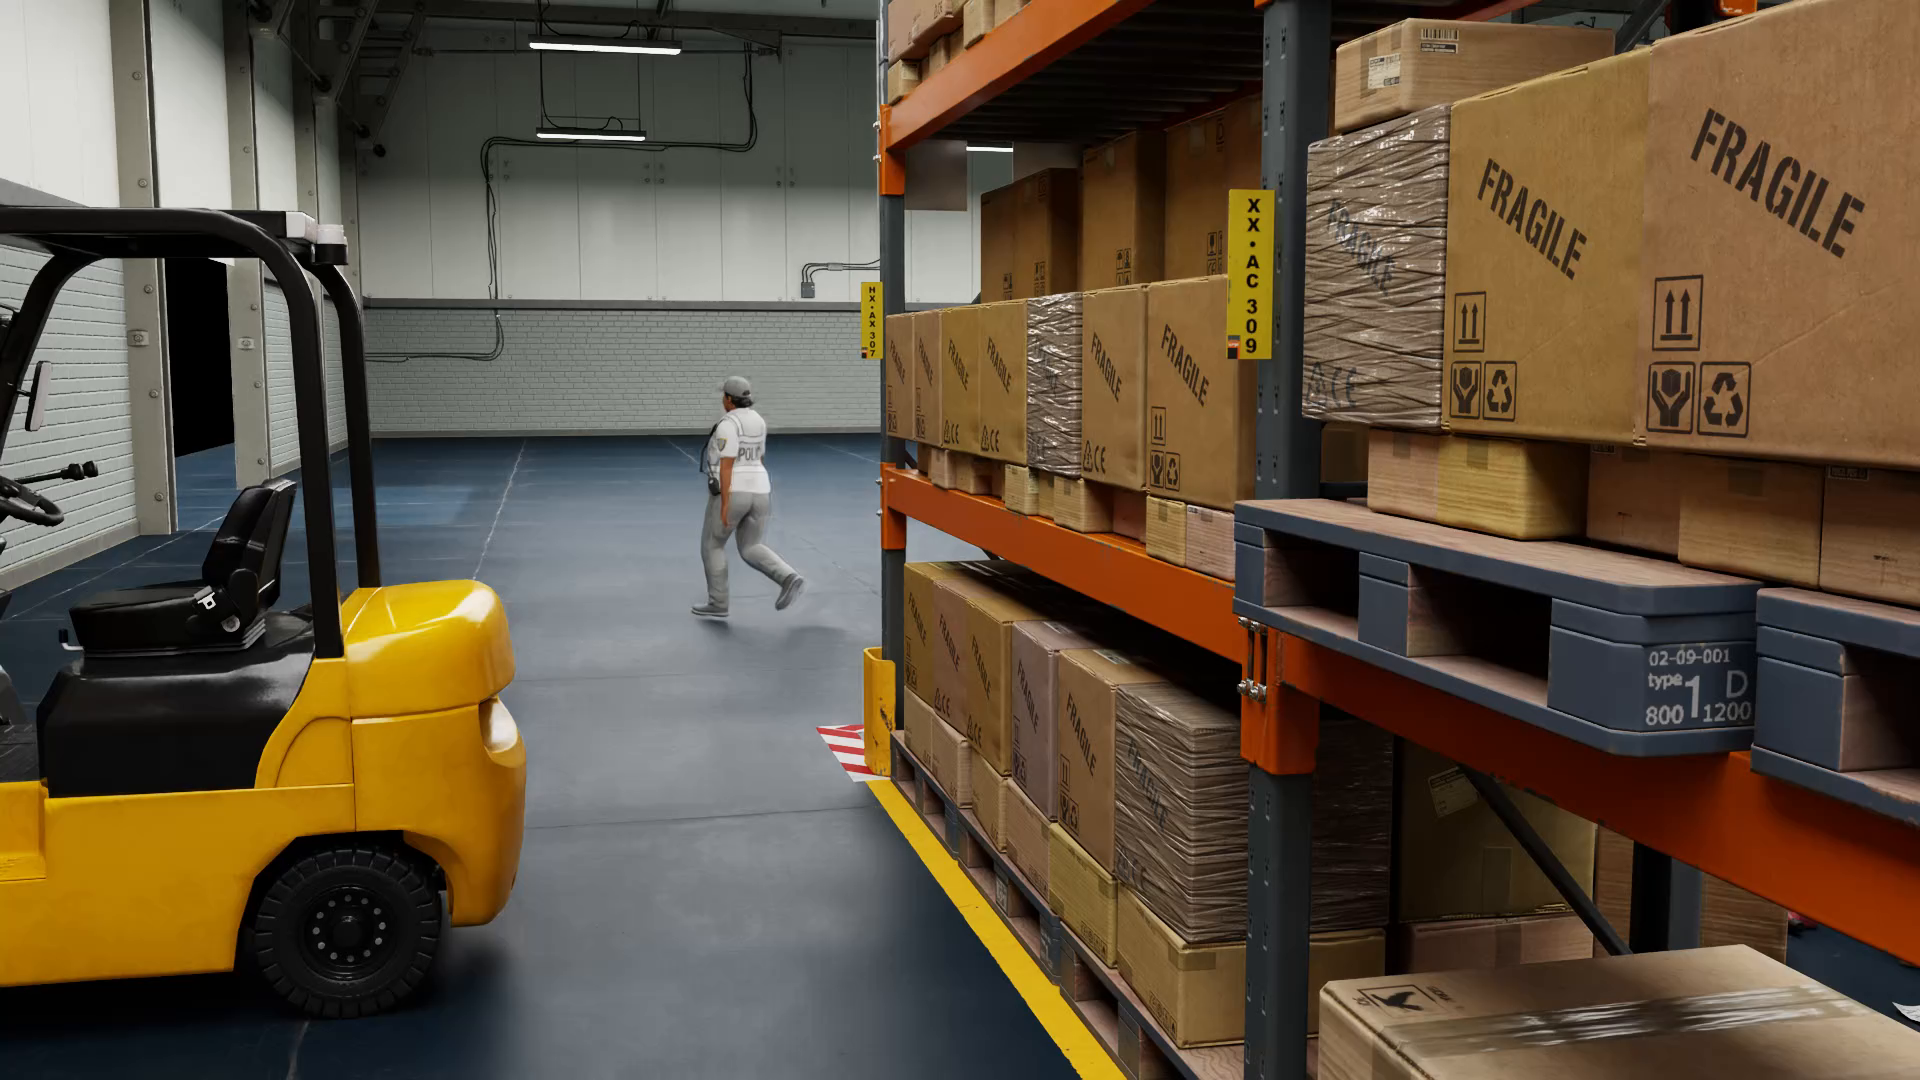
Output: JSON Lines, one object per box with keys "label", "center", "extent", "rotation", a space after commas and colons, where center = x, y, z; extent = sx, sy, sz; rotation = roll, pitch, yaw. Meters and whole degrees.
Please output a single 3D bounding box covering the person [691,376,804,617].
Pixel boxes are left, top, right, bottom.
{"label": "person", "center": [-1.452, -0.291, 11.223], "extent": [0.790, 1.626, 0.501], "rotation": [4, 7, 32]}
